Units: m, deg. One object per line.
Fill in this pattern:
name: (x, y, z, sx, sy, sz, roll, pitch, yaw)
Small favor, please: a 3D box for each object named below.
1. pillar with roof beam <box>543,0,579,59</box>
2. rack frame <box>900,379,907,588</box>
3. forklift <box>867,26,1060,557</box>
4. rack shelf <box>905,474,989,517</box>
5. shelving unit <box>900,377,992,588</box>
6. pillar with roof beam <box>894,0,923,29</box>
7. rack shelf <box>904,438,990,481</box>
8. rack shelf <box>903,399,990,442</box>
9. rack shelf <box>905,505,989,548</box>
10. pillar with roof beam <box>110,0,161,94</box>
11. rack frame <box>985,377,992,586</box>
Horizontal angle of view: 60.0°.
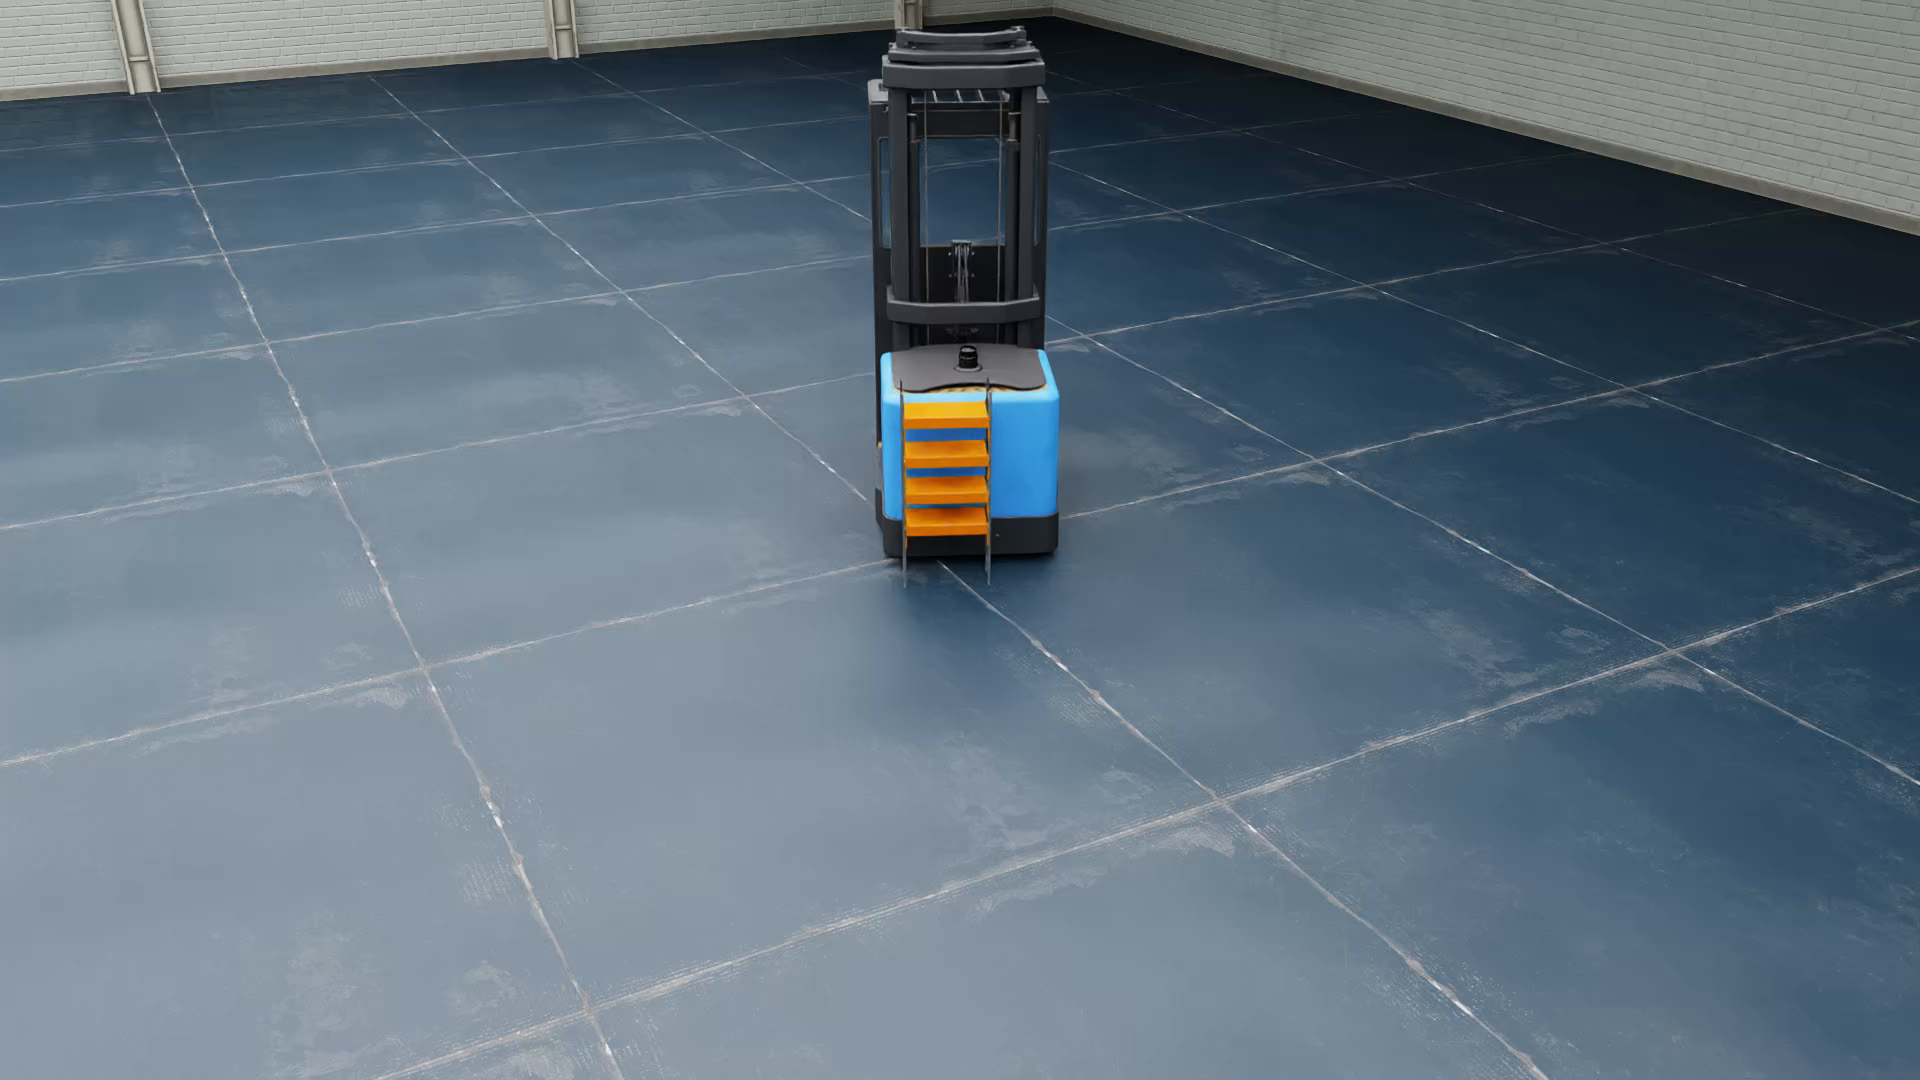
pillar with roof beam: (-4.153, -9.953, 20.583, 0.400, 9.000, 9.100, -13, 29, -25)
rack frame: (-0.325, -0.312, 9.513, 0.015, 1.200, 0.240, -2, 26, -3)
forklift: (-0.020, -1.822, 10.658, 1.130, 2.935, 3.031, -2, 26, -3)
rack shelf: (-0.081, -0.258, 9.556, 0.480, 0.148, 0.258, -2, 26, -3)
shelving unit: (-0.081, -0.319, 9.527, 0.503, 1.200, 0.258, -2, 26, -3)
pillar with roof beam: (1.142, -11.175, 23.128, 0.400, 9.000, 9.100, -13, 29, -25)
rack shelf: (-0.081, -0.460, 9.459, 0.480, 0.148, 0.258, -2, 26, -3)
rack shelf: (-0.081, -0.673, 9.357, 0.480, 0.148, 0.258, -2, 26, -3)
rack shelf: (-0.081, -0.079, 9.642, 0.480, 0.148, 0.258, -2, 26, -3)
pillar with roof beam: (-9.447, -8.731, 18.037, 0.400, 9.000, 9.100, -13, 29, -25)
rack frame: (0.162, -0.325, 9.541, 0.015, 1.200, 0.240, -2, 26, -3)
